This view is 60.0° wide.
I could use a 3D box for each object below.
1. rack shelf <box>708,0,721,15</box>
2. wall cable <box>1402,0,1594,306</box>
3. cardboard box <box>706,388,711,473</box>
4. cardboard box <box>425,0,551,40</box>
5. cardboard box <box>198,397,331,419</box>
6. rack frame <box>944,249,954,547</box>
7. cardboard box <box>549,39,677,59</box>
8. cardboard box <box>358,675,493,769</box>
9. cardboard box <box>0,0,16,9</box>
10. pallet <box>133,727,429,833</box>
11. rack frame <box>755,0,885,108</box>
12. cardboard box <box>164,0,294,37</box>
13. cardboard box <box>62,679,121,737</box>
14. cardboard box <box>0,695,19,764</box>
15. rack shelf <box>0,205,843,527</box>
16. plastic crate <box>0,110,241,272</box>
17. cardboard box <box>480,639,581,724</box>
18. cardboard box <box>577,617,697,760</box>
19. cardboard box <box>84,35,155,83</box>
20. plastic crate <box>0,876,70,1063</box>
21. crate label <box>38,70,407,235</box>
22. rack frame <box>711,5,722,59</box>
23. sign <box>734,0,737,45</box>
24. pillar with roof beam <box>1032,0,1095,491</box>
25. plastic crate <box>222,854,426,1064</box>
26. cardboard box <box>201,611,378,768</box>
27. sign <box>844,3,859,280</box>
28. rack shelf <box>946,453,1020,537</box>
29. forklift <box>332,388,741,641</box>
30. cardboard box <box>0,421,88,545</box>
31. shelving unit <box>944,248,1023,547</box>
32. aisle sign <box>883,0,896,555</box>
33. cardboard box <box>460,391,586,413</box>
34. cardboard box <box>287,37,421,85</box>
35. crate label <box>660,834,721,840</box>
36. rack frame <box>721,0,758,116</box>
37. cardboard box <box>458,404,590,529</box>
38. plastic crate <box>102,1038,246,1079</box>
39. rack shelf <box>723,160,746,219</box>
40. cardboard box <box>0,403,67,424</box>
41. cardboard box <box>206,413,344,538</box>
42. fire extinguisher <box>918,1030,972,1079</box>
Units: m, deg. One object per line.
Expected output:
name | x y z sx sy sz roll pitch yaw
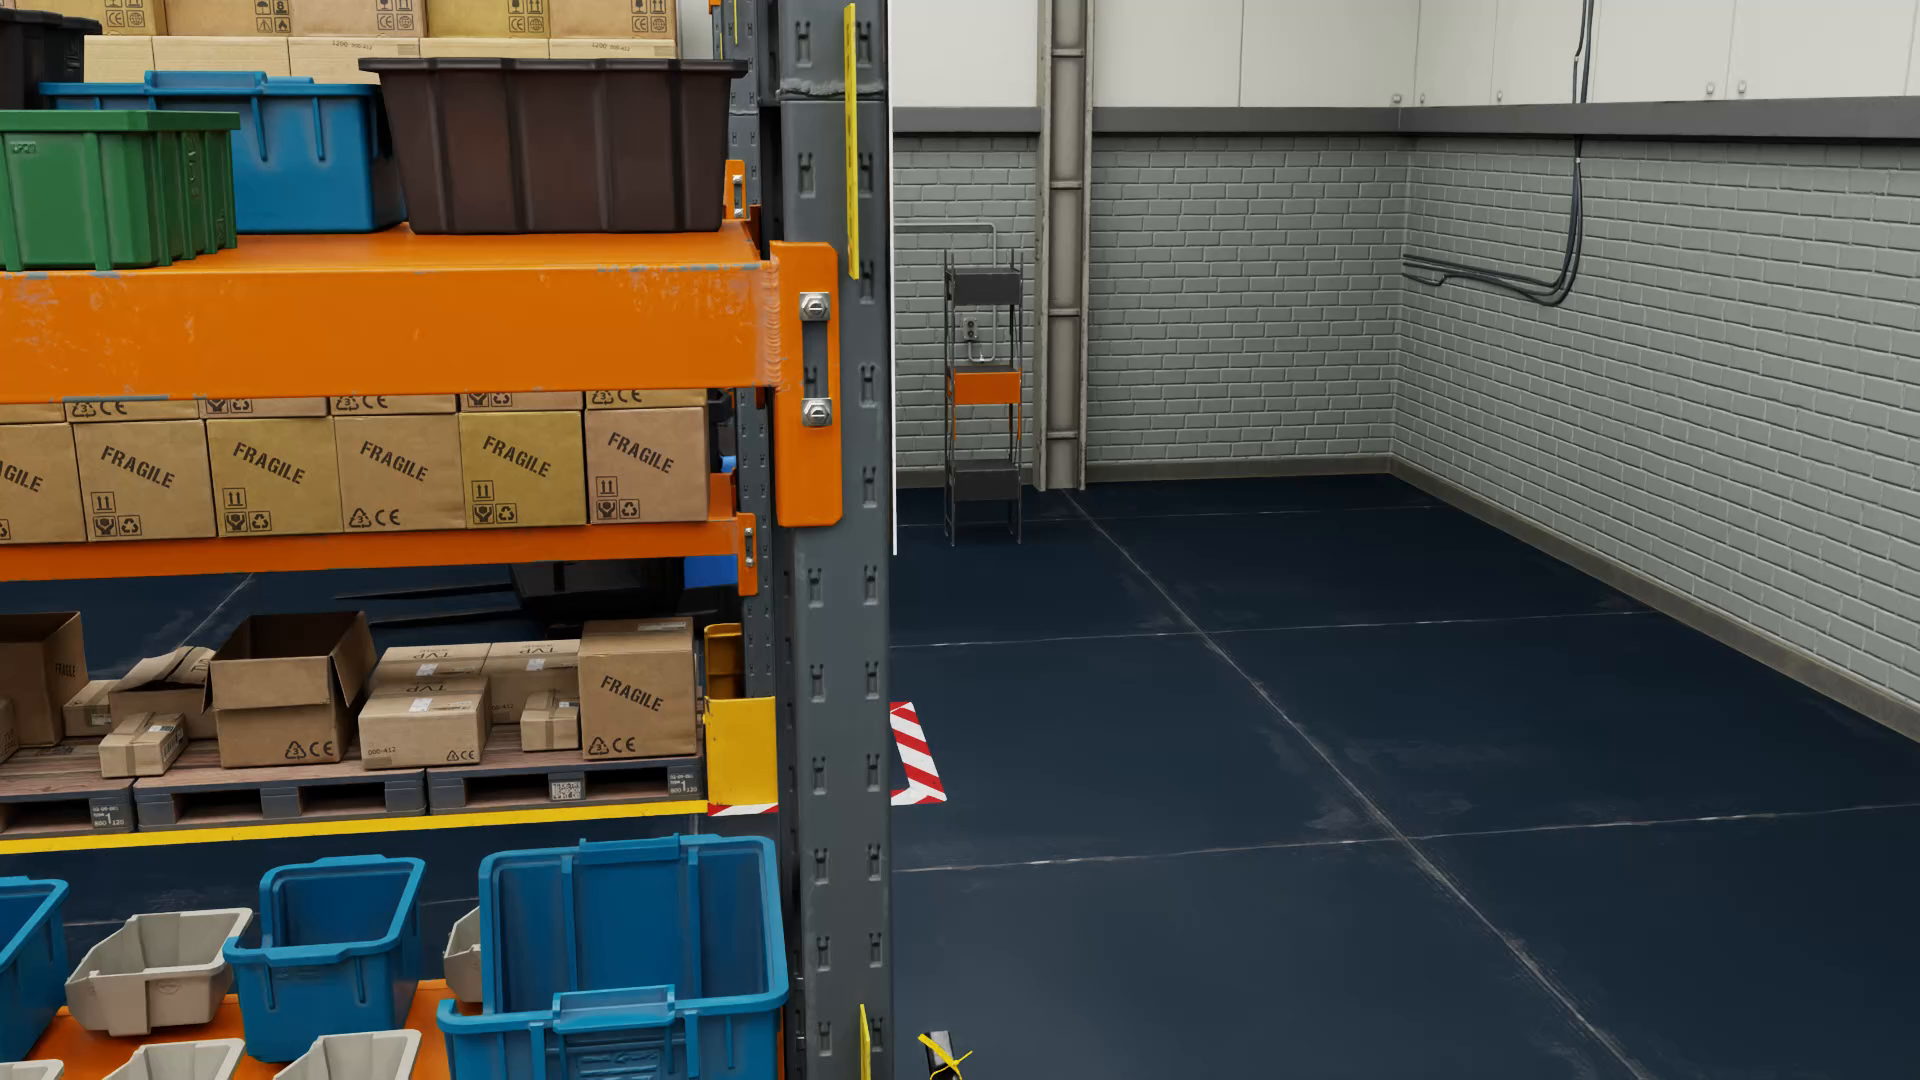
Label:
rack shelf | -3.686 -3.894 11.550 4.000 0.370 1.077 -2 14 -8
wall cable | 3.938 -3.122 12.555 0.112 2.526 3.097 -2 14 -8
cardboard box | -1.444 -0.504 7.858 0.500 0.500 0.500 -2 14 -7
cardboard box | -1.979 -2.376 7.102 0.500 0.500 0.700 -2 14 -8
cardboard box | -2.885 -0.802 6.992 0.500 0.500 0.500 -2 14 -7
rack frame | -0.078 -1.016 11.955 0.015 2.100 0.400 -2 14 -8
cardboard box | -1.436 -1.953 6.955 0.500 0.250 0.500 -2 14 -8
cardboard box | -2.411 0.819 7.539 0.500 0.250 0.500 -2 14 -8
cardboard box | -3.931 -2.262 6.648 0.500 0.500 0.700 -2 14 -8
pallet | -3.033 1.020 7.721 1.213 0.211 1.003 -2 14 -8
rack frame | -0.232 -2.126 2.200 0.127 3.000 1.000 -2 14 -8
cardboard box | -2.966 -2.336 6.944 0.500 0.500 0.700 -2 14 -8
cardboard box | -4.039 0.790 7.863 0.250 0.149 0.380 -2 14 -8
cardboard box | -4.474 0.865 7.230 0.500 0.311 0.500 -2 14 -8
rack shelf | -2.210 -0.250 2.364 4.000 0.370 1.077 -2 14 -8
plastic crate | -1.165 -0.464 2.175 0.336 0.188 0.450 -2 14 -8
cardboard box | -2.041 0.682 8.084 0.500 0.250 0.500 -2 14 -8
cardboard box | -1.467 0.670 7.617 0.500 0.500 0.500 -2 14 -8
cardboard box | -3.413 -1.879 6.663 0.500 0.250 0.500 -2 14 -8
plastic crate | -1.827 0.813 3.033 0.300 0.233 0.416 -2 14 -8
crate label | -1.193 -0.643 2.760 0.502 0.251 0.408 -2 14 -8
rack frame | -1.708 -4.509 11.703 0.127 3.000 1.000 -2 14 -8
sign | -0.903 -2.158 6.674 0.005 0.325 0.100 -2 14 -8
pillar with roof beam | 1.474 -3.780 8.793 0.400 9.000 9.100 -2 14 -8
plastic crate | -1.176 0.790 3.128 0.300 0.233 0.416 -2 14 -8
cardboard box | -3.065 0.665 7.630 0.637 0.503 0.797 -2 14 -8
sign | -0.134 -0.489 2.053 0.005 0.325 0.100 -2 14 -8
rack shelf | 0.164 -0.332 12.164 0.480 0.518 0.431 -2 14 -8
forklift | -2.221 -0.916 9.847 3.031 2.935 1.130 -5 15 -19
cardboard box | -3.871 -0.284 6.981 0.500 0.500 0.500 -2 14 -7
shelving unit | 0.164 -1.024 11.990 0.503 2.100 0.431 -2 14 -8
aisle sign | -0.117 -0.409 2.343 0.004 0.787 0.394 -2 14 -8
cardboard box | -1.865 -0.841 7.146 0.500 0.500 0.500 -2 14 -7
cardboard box | -2.426 -1.917 6.814 0.500 0.250 0.500 -2 14 -8
crate label | -0.525 0.766 3.223 0.303 0.233 0.416 -2 14 -8
rack frame | -0.966 -3.318 6.952 0.127 3.000 1.000 -2 14 -8
cardboard box | -1.881 -0.355 7.265 0.500 0.500 0.500 -2 14 -8
plastic crate | -1.300 0.963 2.635 0.243 0.136 0.396 -2 14 -8
rack shelf | -2.944 -1.441 7.115 4.000 0.370 1.077 -2 14 -8
cardboard box | -3.904 -0.765 6.843 0.500 0.500 0.500 -3 14 -10
cardboard box | -2.874 -0.320 7.126 0.500 0.500 0.500 -2 14 -9
fire extinguisher | -0.015 1.106 2.571 0.183 0.674 0.296 -2 14 -8
